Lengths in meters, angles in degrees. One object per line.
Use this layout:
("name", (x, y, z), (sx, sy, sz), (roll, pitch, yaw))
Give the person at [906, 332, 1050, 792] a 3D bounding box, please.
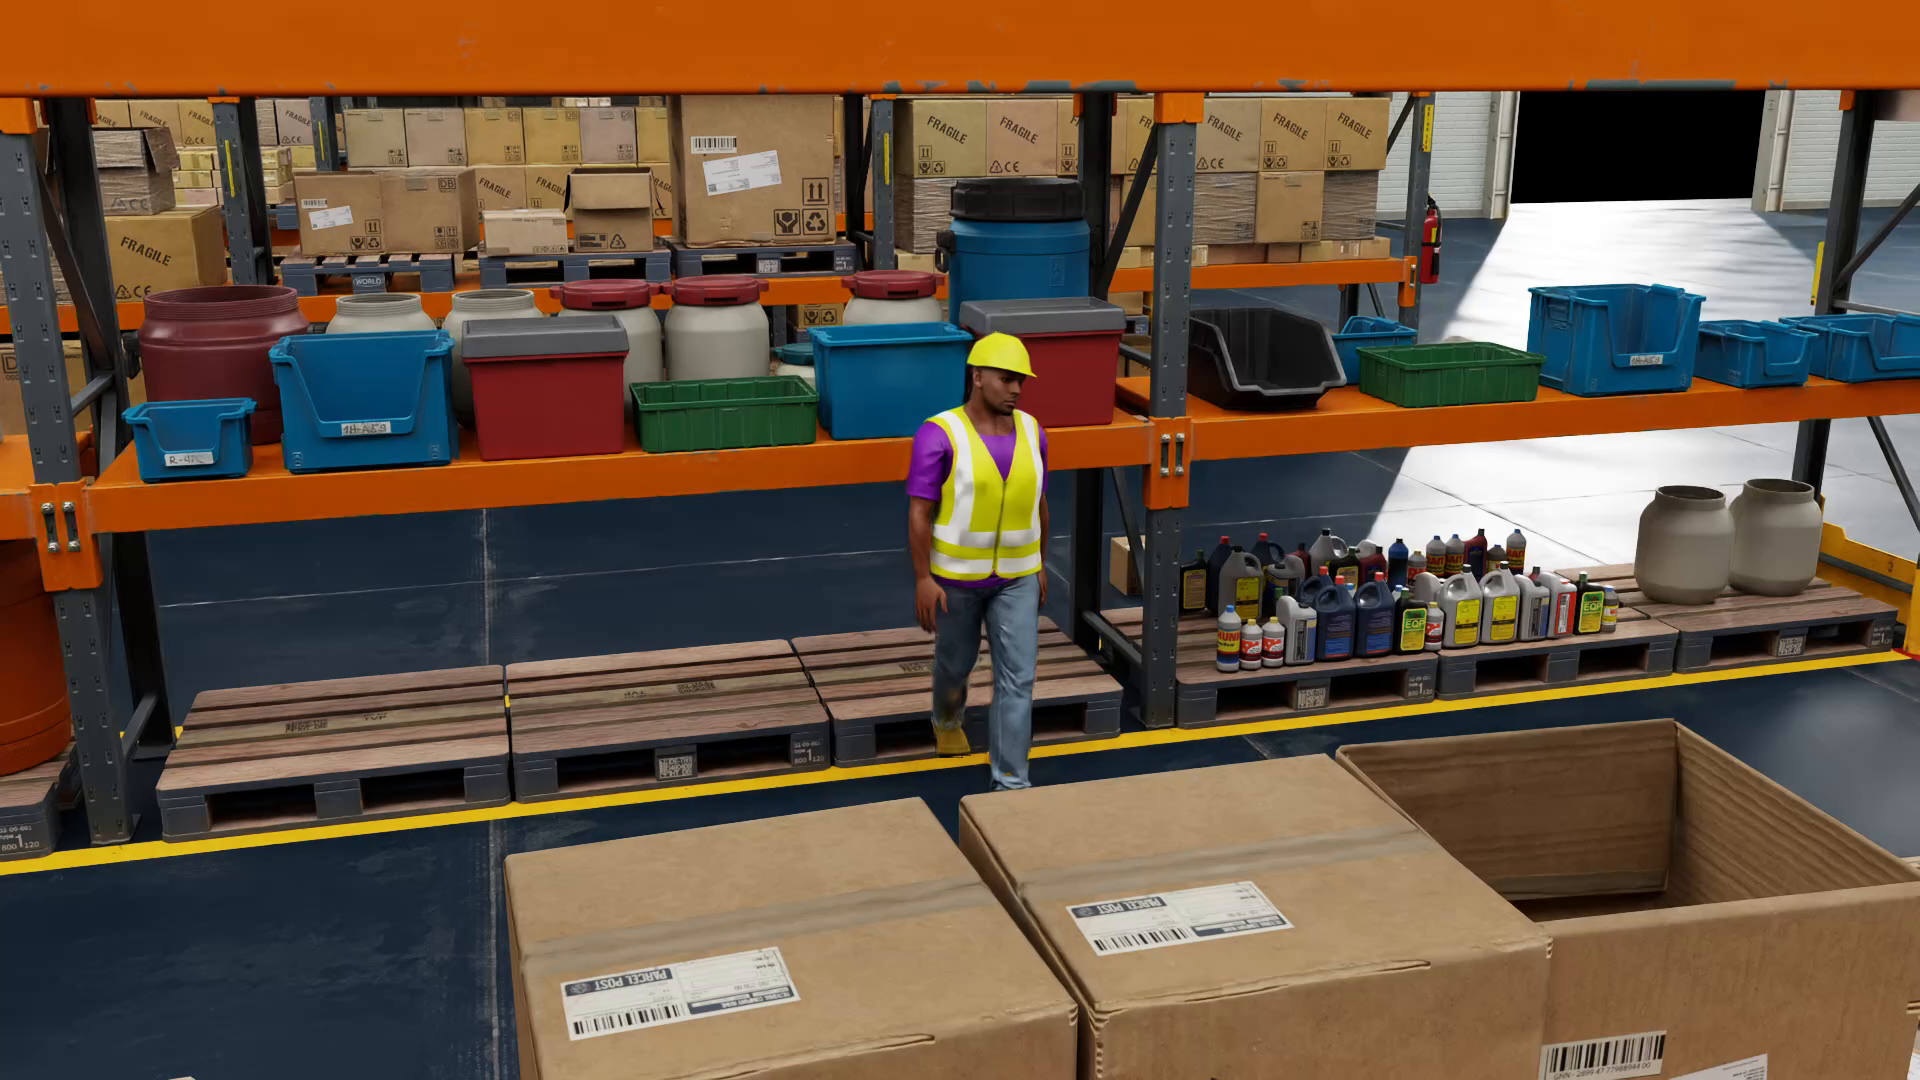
("person", (0.092, 0.121, 6.043), (0.581, 1.726, 0.953), (-4, 16, -14))
